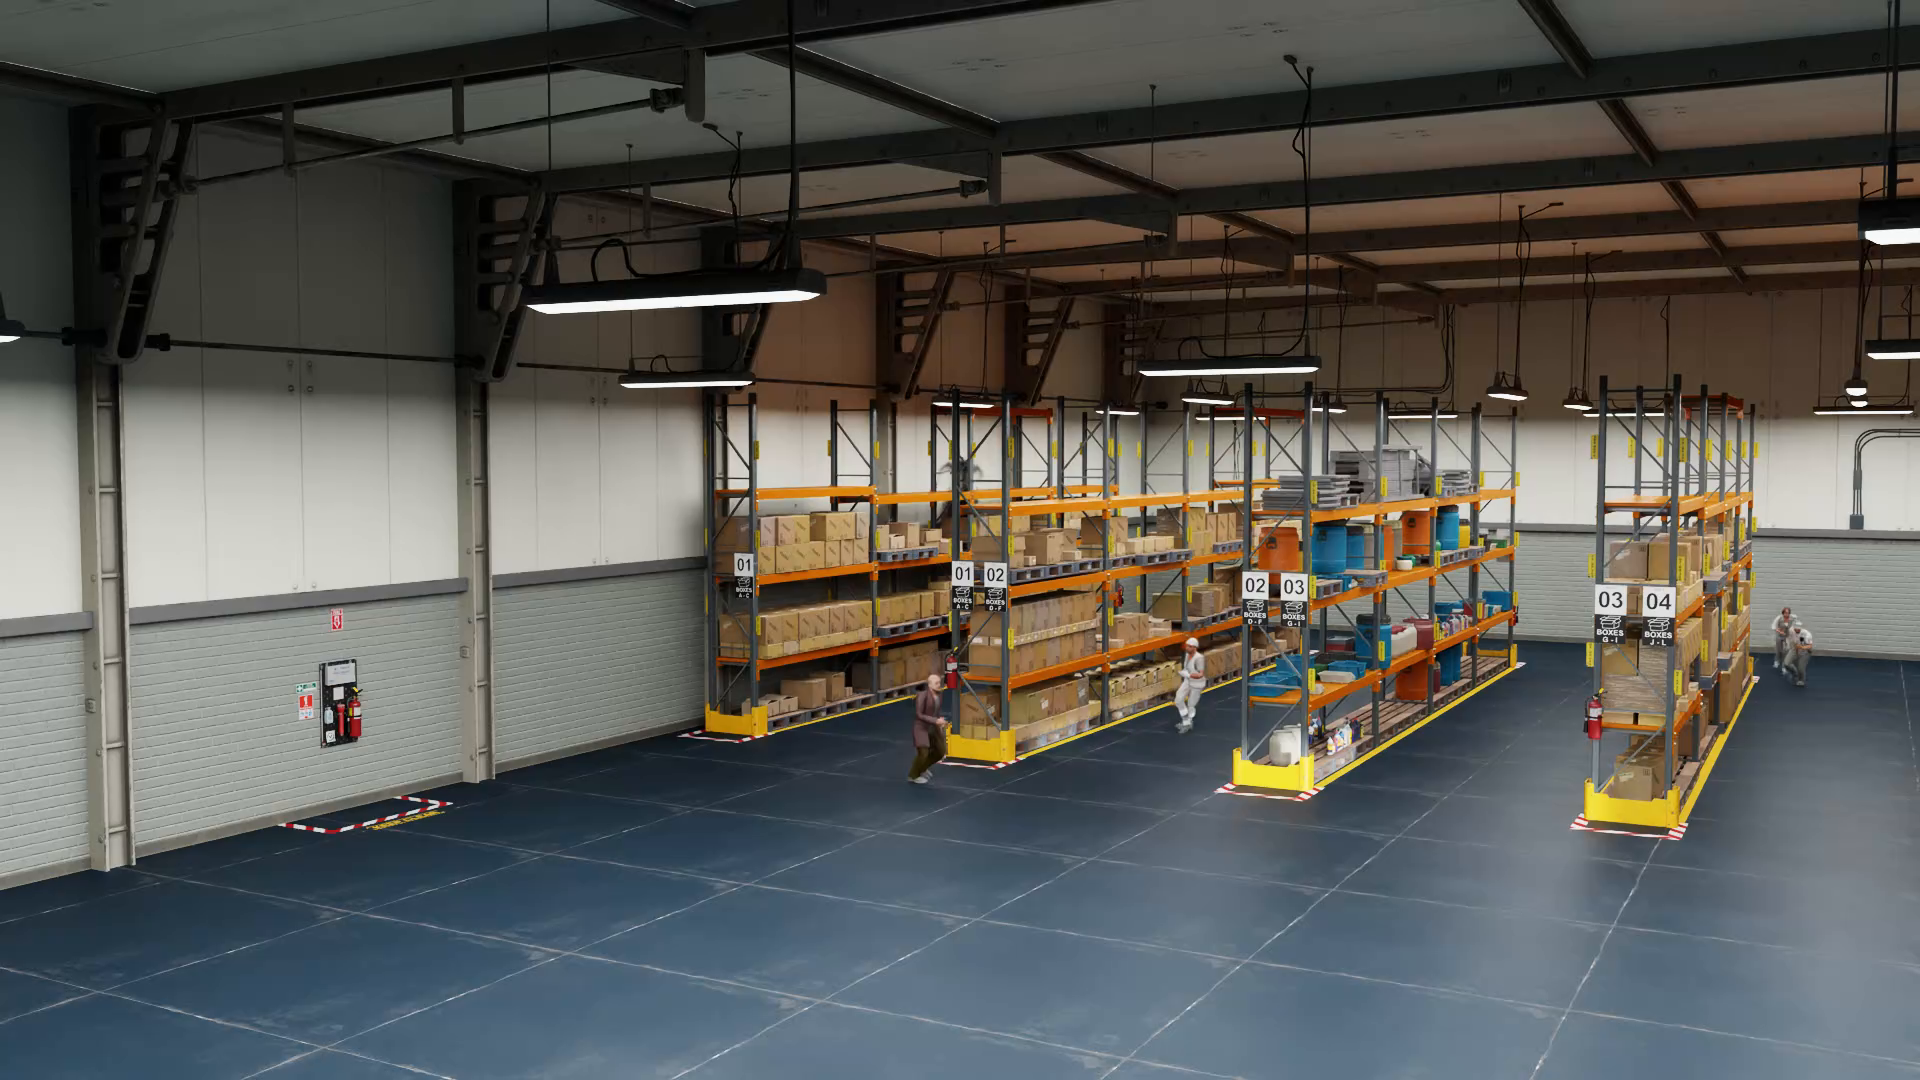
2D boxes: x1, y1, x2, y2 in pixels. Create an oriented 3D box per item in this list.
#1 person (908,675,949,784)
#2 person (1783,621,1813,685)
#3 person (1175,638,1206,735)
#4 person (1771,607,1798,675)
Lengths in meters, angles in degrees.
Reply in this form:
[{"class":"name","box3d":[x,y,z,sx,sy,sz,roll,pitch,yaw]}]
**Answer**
[{"class":"person","box3d":[-0.462,2.826,24.820,0.829,1.669,0.691,3,4,43]},{"class":"person","box3d":[17.703,2.387,35.102,0.931,1.428,0.625,-3,4,-43]},{"class":"person","box3d":[4.050,2.556,29.291,0.709,1.710,0.804,-3,4,-45]},{"class":"person","box3d":[18.512,2.245,37.406,0.584,1.546,0.913,1,3,11]}]
